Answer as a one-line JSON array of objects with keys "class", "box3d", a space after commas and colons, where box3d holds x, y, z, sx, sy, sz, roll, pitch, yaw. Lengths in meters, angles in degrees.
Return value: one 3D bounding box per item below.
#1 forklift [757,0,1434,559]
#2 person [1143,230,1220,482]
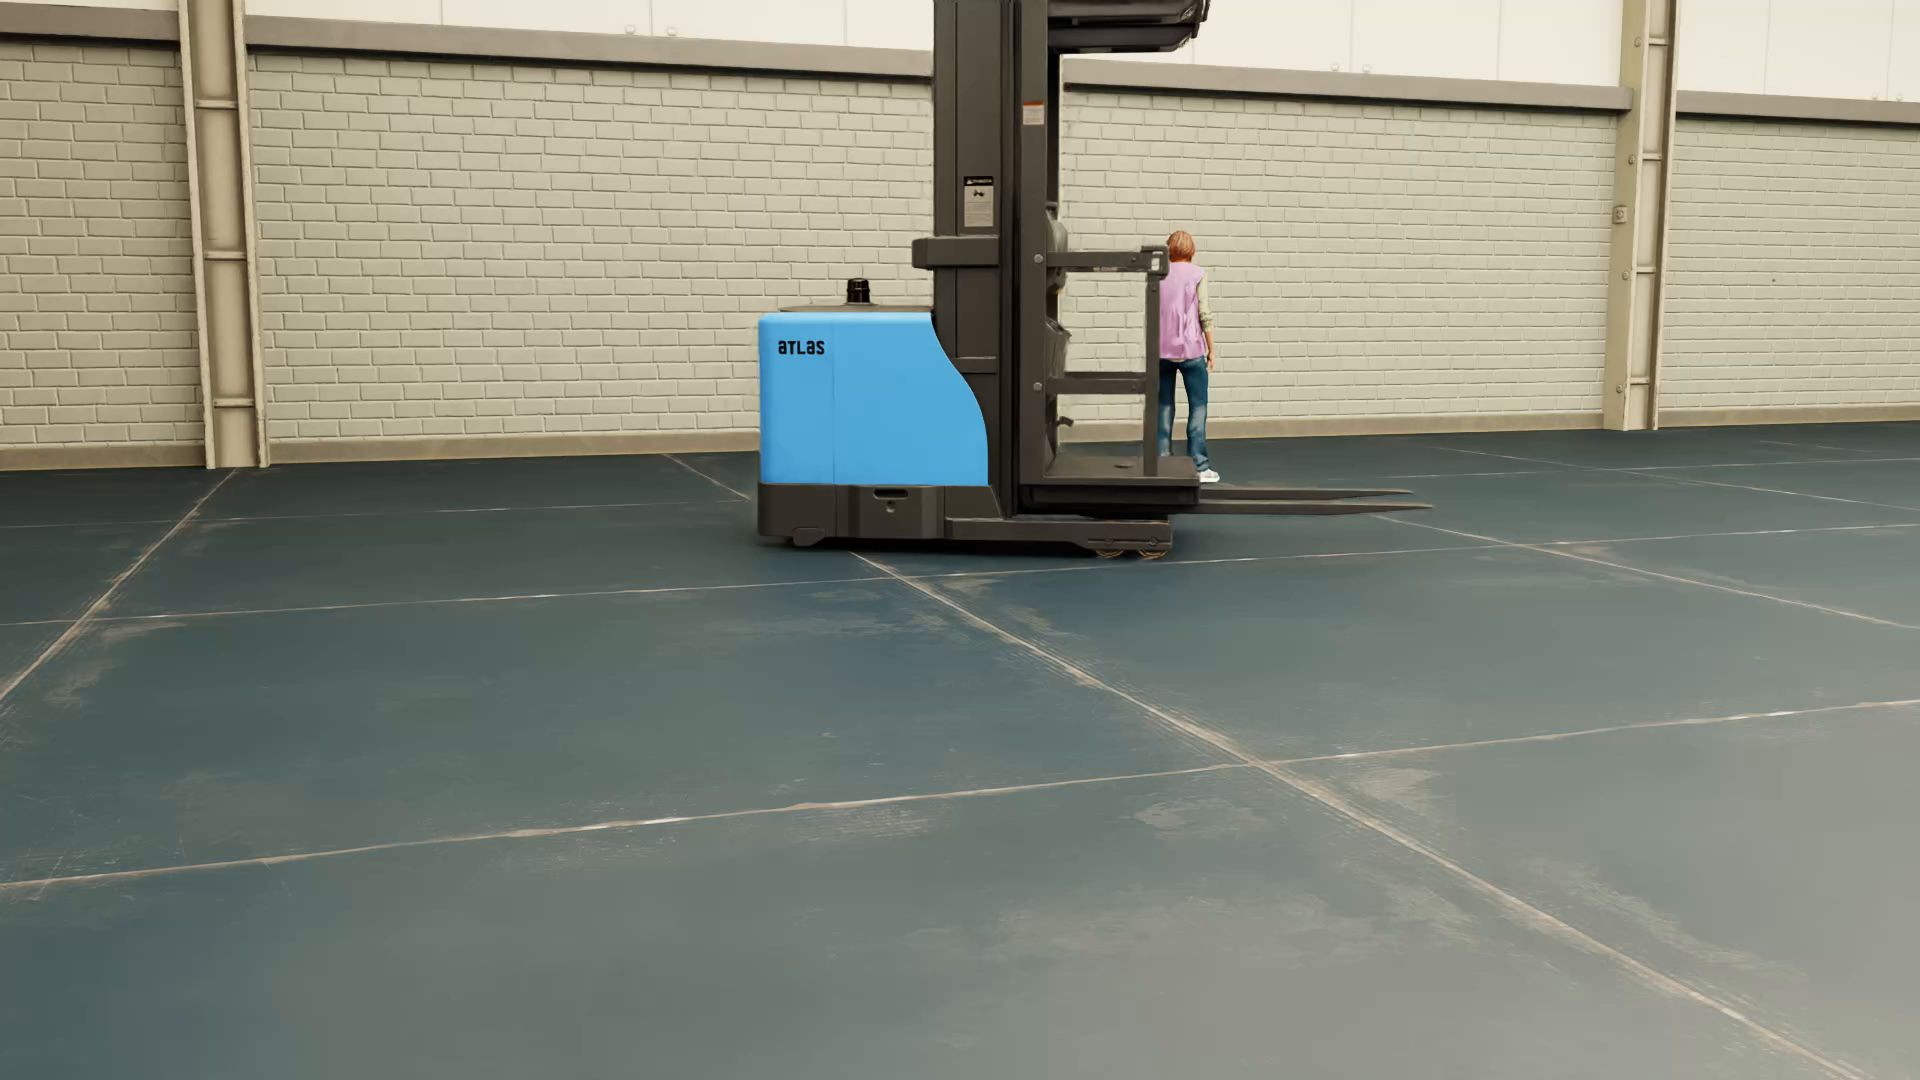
[{"class": "forklift", "box3d": [0.628, -1.446, 7.679, 3.031, 2.935, 1.130, 1, 8, 6]}, {"class": "person", "box3d": [1.396, -1.159, 10.547, 0.480, 1.591, 0.346, 4, 9, 25]}]
